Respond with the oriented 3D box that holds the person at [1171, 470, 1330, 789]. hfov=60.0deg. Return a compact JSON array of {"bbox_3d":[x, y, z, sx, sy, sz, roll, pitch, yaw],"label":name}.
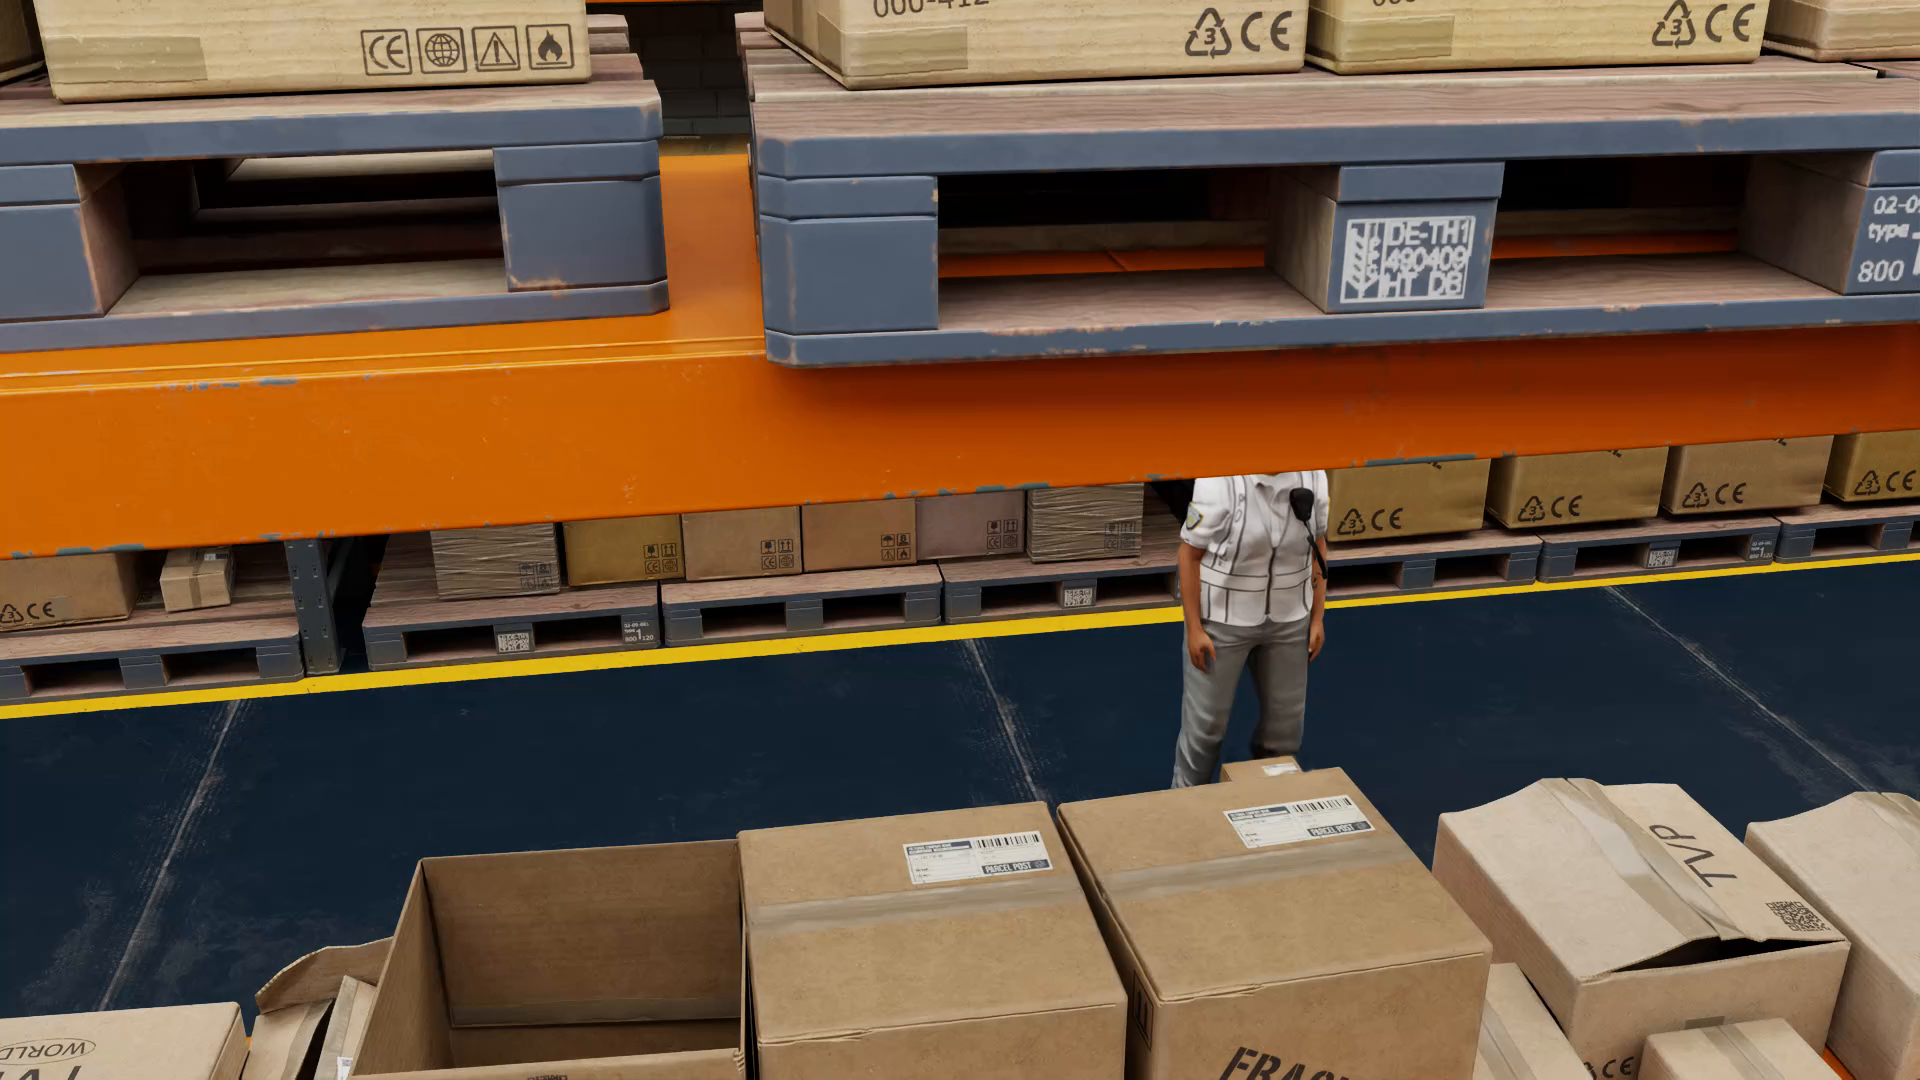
[{"bbox_3d":[0.949,0.278,5.448,0.533,1.668,0.454,-5,24,-11],"label":"person"}]
